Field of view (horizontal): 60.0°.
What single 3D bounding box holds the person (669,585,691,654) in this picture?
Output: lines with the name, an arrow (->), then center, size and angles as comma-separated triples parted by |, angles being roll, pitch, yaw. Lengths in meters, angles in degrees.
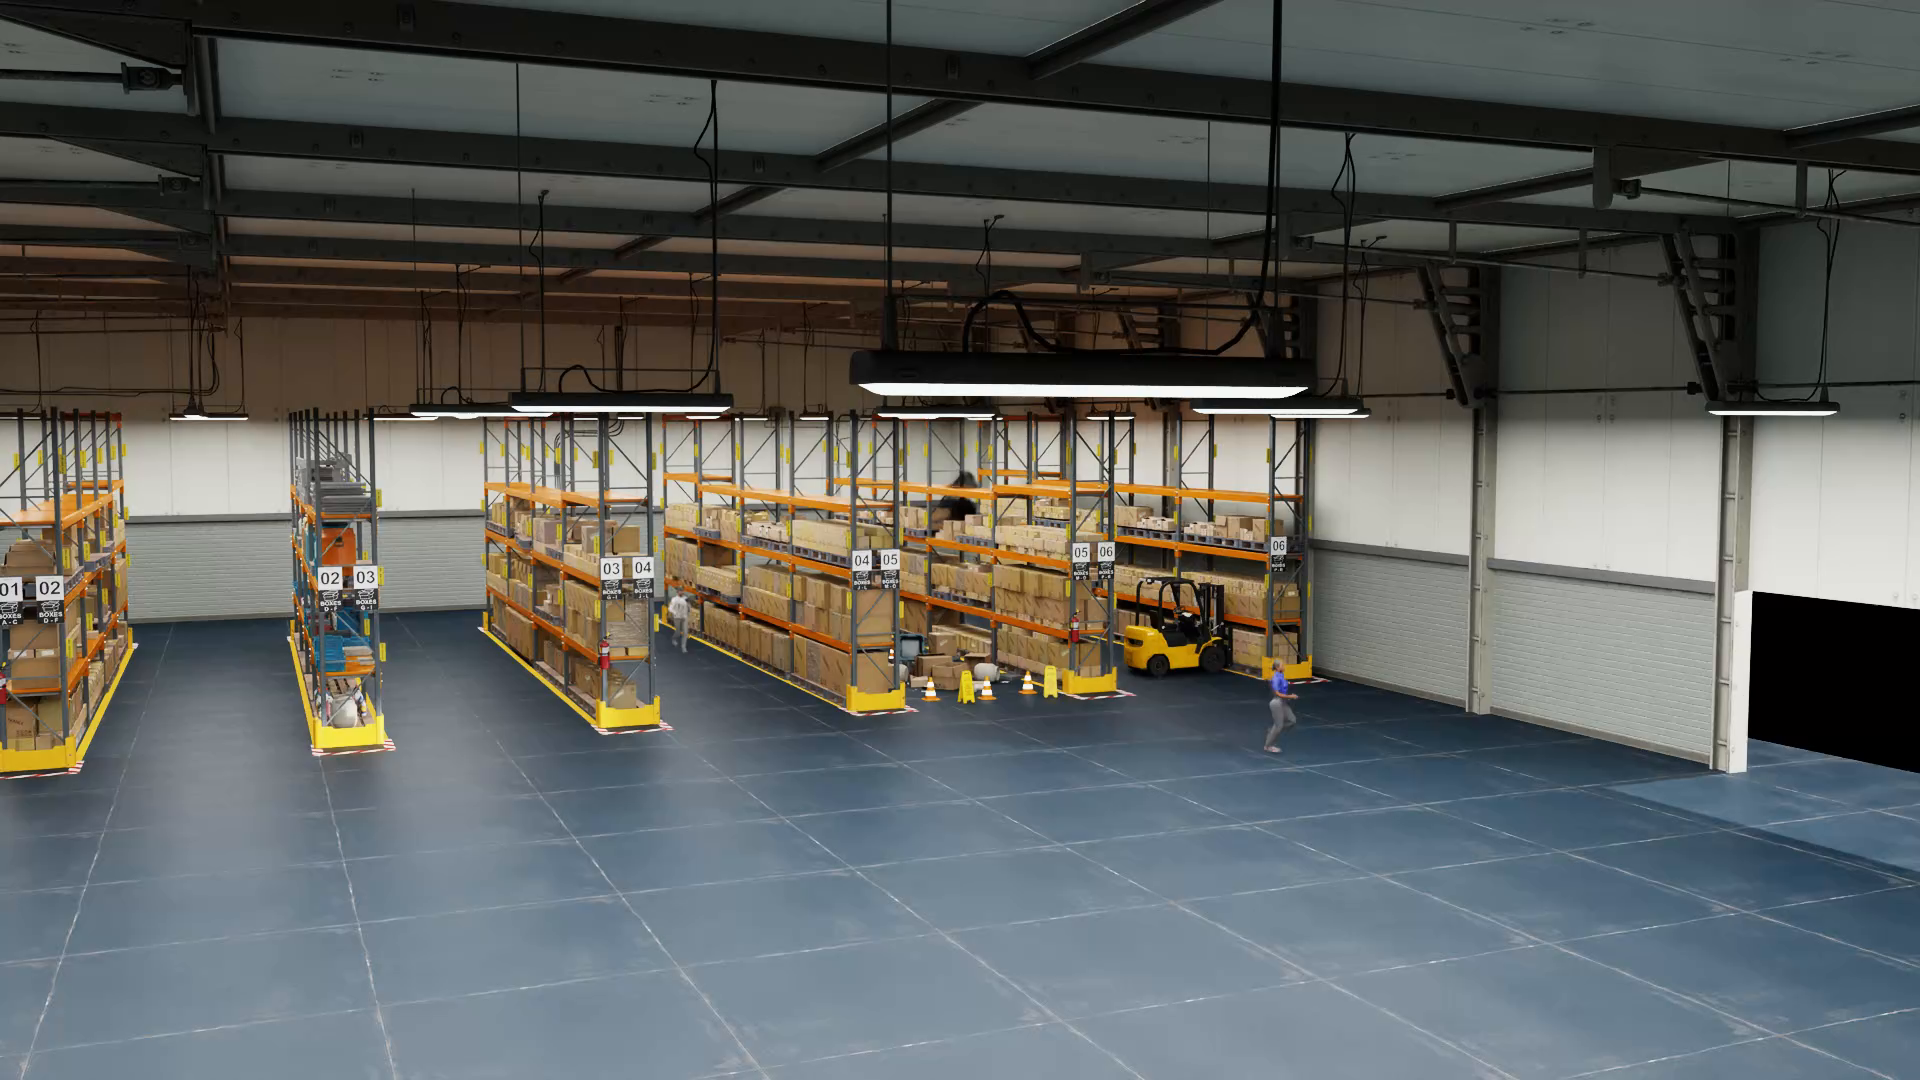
person -> -7.000, 1.968, 41.688 | 0.617, 1.688, 0.847 | -2, 5, -28

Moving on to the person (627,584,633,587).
person -> -9.543, 1.600, 47.206 | 0.596, 1.612, 0.605 | -1, 4, -9

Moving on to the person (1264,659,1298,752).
person -> 5.600, 2.881, 28.949 | 0.587, 1.619, 0.558 | 2, 4, 21
